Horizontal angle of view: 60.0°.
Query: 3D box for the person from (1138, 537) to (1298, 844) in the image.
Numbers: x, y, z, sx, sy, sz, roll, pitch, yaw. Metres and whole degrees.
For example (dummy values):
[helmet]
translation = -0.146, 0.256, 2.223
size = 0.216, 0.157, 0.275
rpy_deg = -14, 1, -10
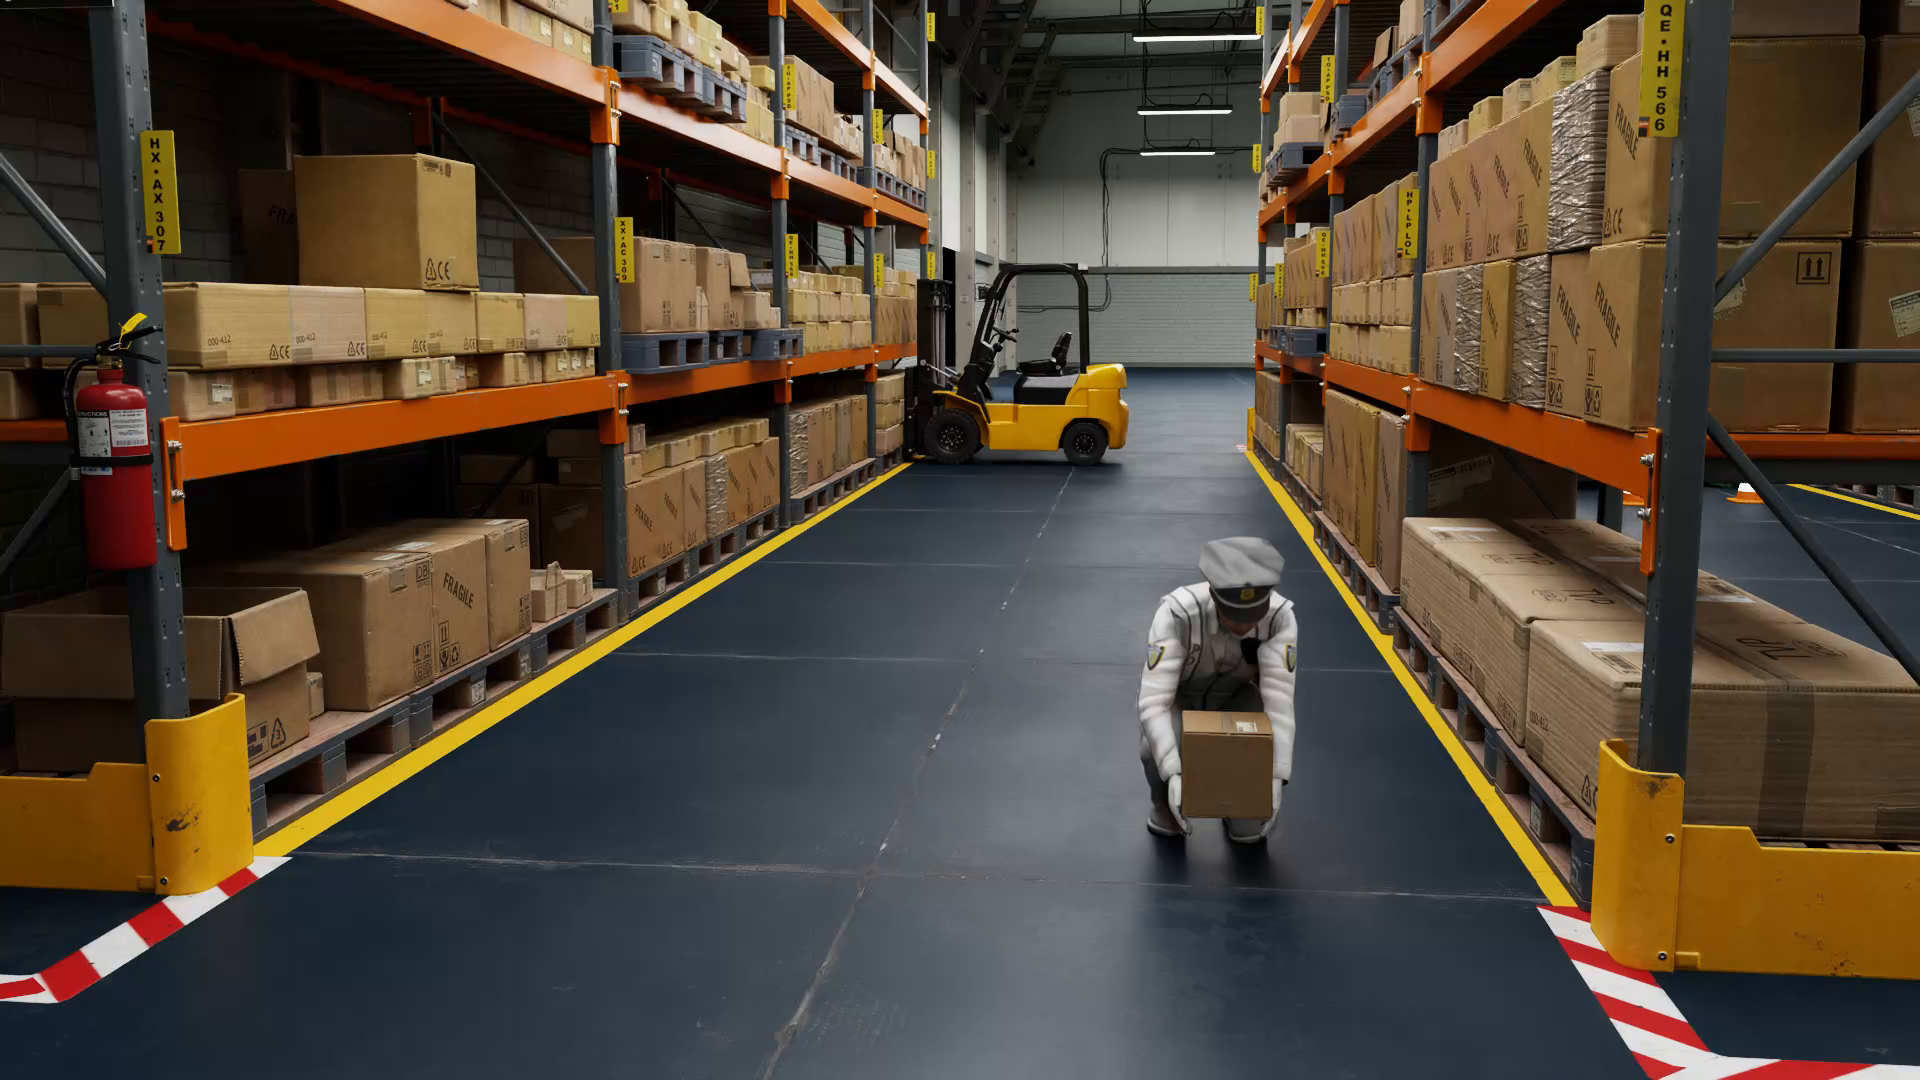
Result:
[person]
translation = 0.780, 0.454, 5.086
size = 0.479, 0.973, 0.826
rpy_deg = 0, 8, 3
